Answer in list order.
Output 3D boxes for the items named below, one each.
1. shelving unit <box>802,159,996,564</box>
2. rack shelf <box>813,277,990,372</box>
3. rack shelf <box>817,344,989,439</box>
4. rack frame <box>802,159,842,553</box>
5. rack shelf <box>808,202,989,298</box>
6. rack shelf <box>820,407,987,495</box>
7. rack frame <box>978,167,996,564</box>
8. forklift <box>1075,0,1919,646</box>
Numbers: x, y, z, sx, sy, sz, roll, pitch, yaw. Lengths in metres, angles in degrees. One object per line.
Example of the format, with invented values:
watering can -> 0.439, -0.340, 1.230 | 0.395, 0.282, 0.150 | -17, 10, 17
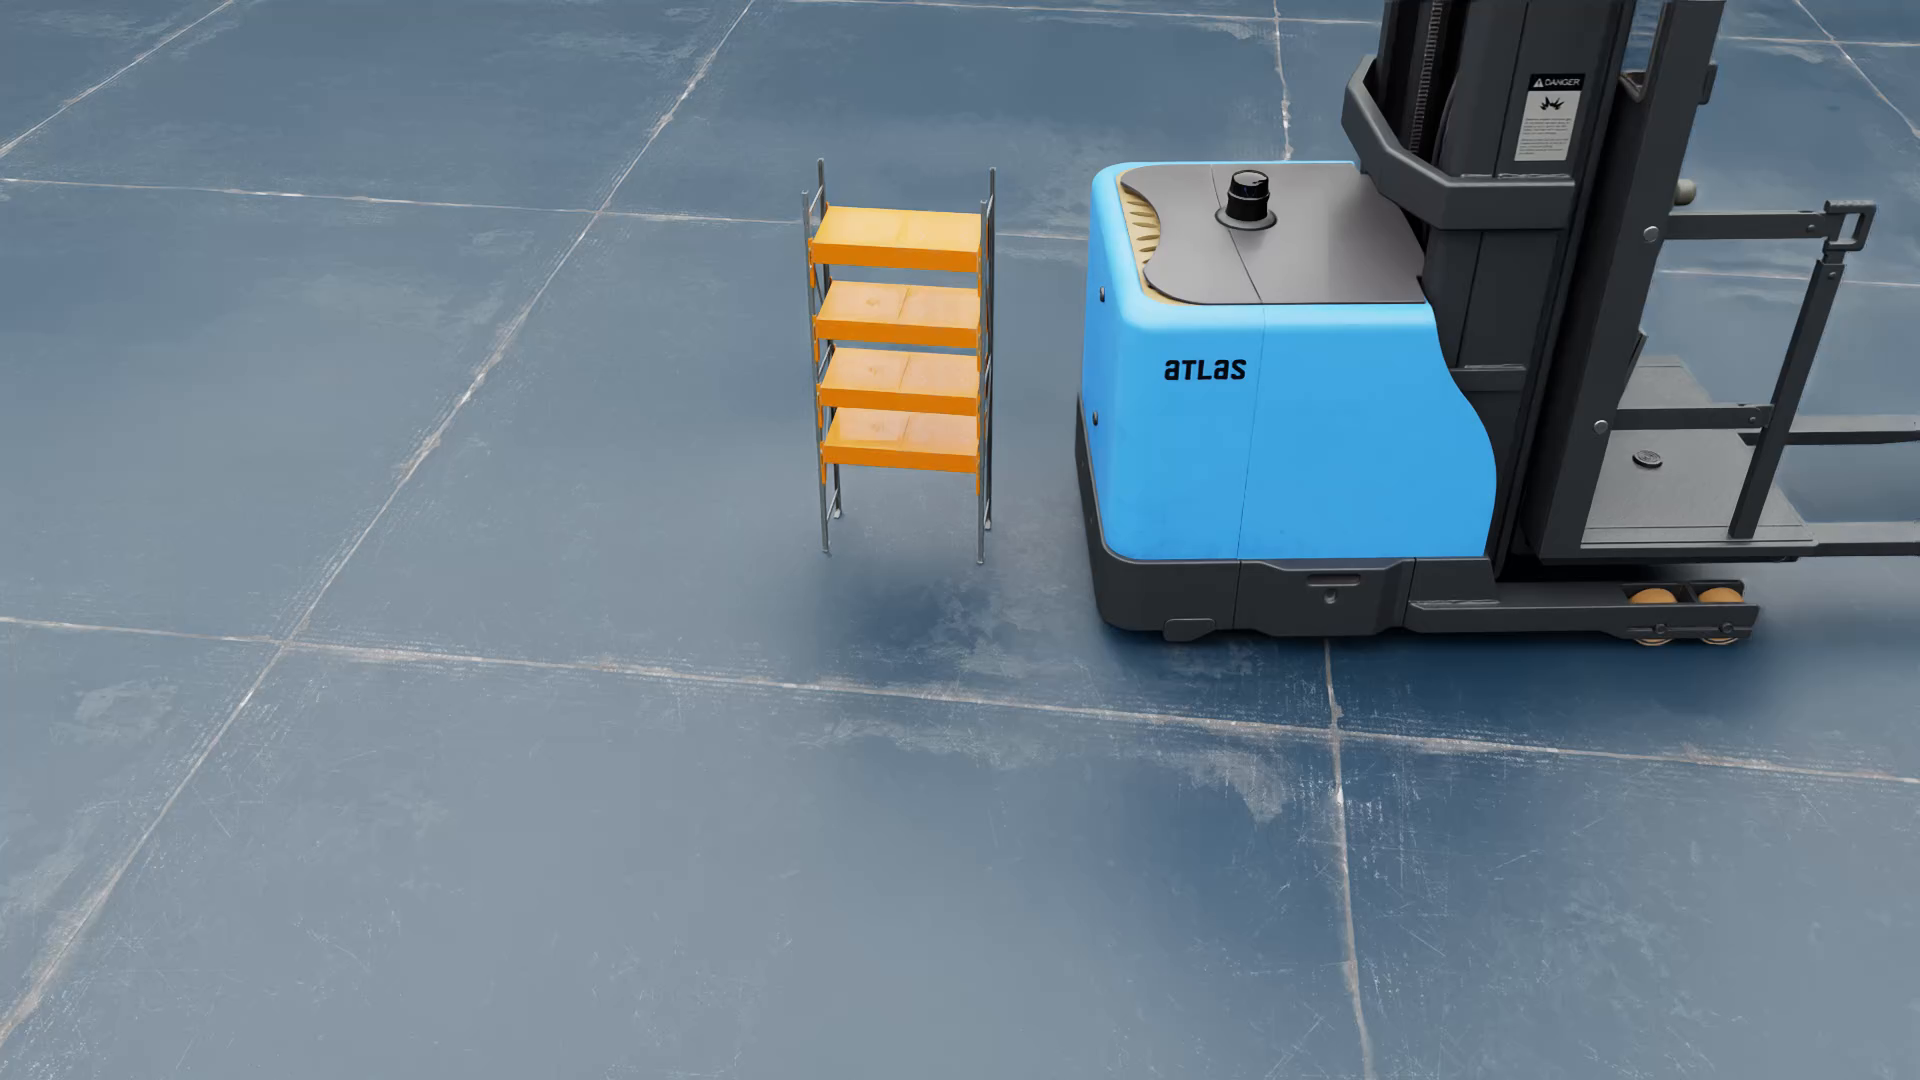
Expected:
shelving unit -> -0.164, -0.501, 4.919 | 0.503, 1.200, 0.258 | 4, 36, 6
rack shelf -> -0.164, -0.628, 4.828 | 0.480, 0.148, 0.258 | 4, 36, 6
rack shelf -> -0.164, -0.446, 4.958 | 0.480, 0.148, 0.258 | 4, 36, 6
rack frame -> -0.406, -0.519, 4.944 | 0.015, 1.200, 0.240 | 4, 36, 6
rack shelf -> -0.164, -0.820, 4.690 | 0.480, 0.148, 0.258 | 4, 36, 6
rack shelf -> -0.164, -0.284, 5.073 | 0.480, 0.148, 0.258 | 4, 36, 6
rack frame -> 0.078, -0.483, 4.893 | 0.015, 1.200, 0.240 | 4, 36, 6
forklift -> 1.906, -1.196, 4.403 | 3.031, 2.935, 1.130 | -1, 36, -1
